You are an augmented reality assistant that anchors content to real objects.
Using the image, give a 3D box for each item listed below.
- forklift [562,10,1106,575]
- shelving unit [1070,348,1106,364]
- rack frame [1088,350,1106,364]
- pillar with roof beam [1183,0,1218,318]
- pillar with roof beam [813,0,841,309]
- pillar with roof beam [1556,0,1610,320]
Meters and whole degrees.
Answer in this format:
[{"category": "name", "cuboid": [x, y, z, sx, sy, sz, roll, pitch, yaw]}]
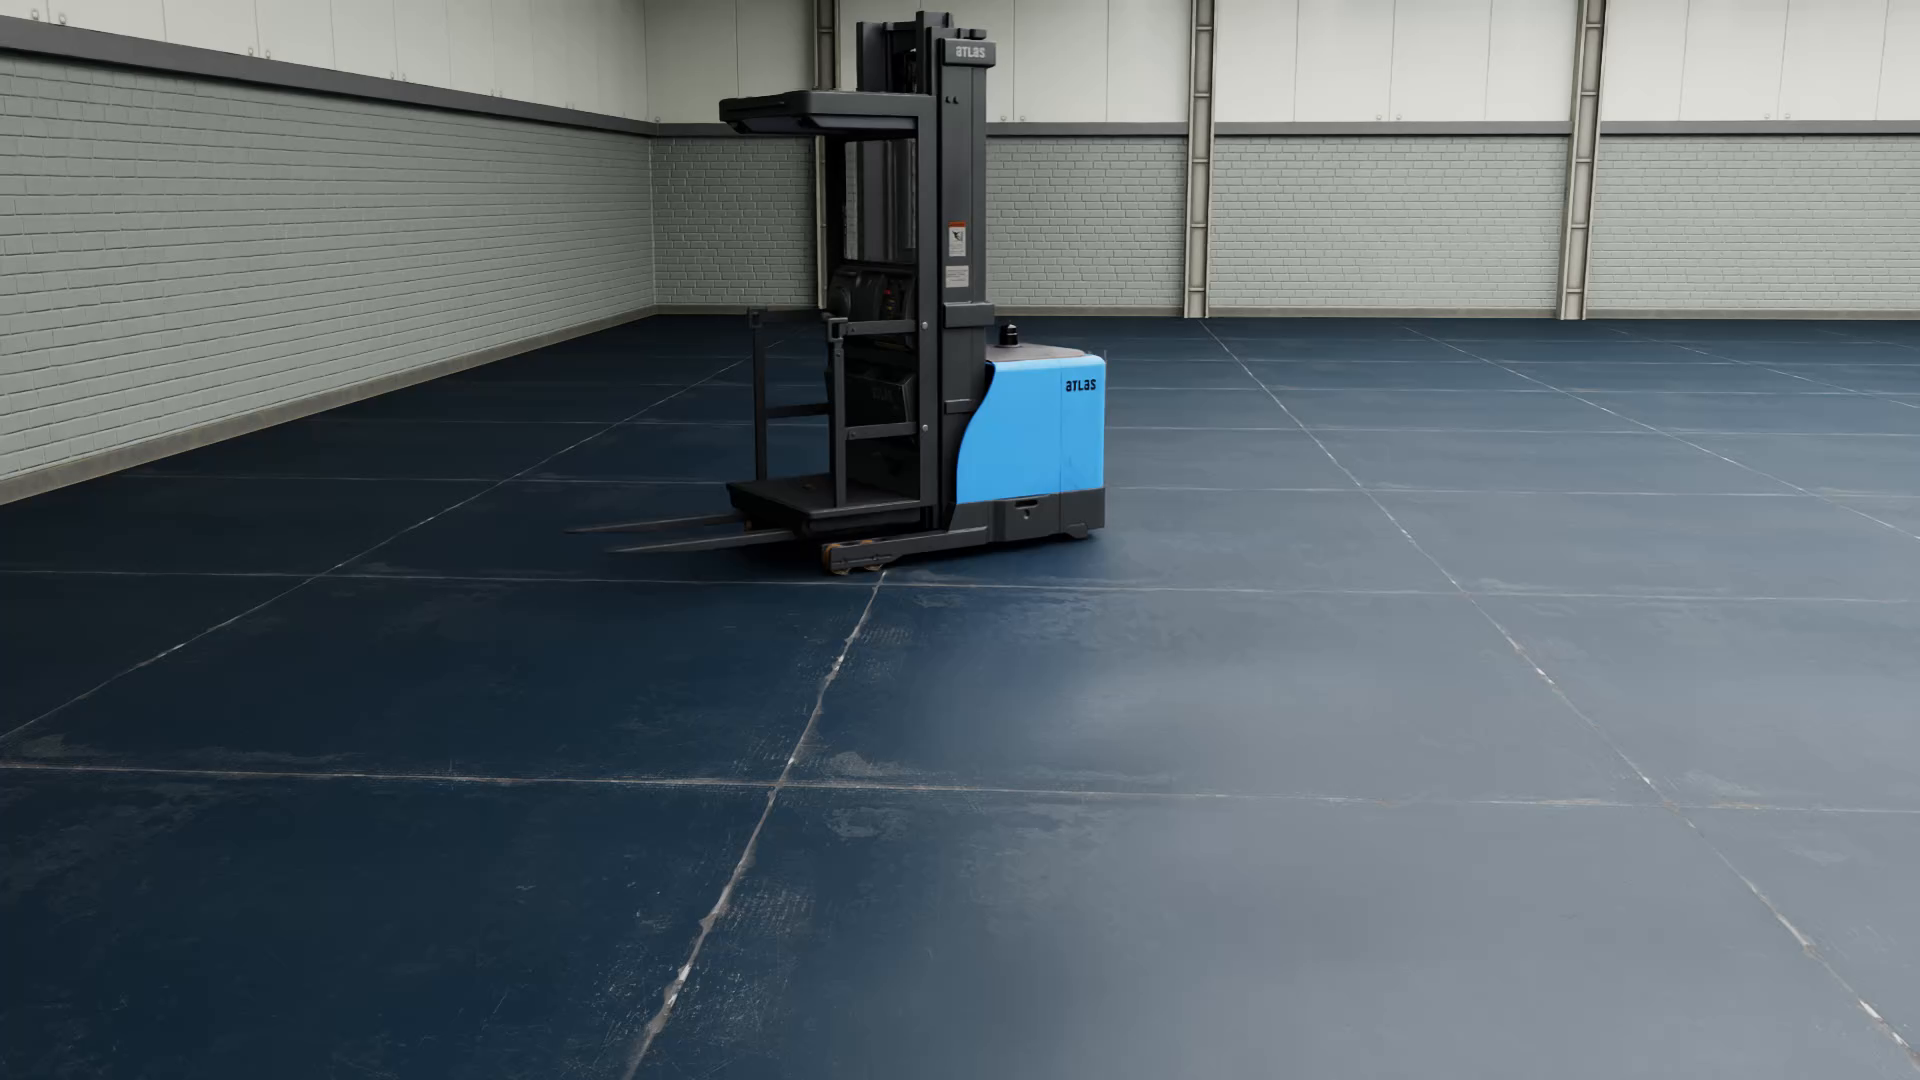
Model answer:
[{"category": "forklift", "cuboid": [-0.670, -1.371, 9.166, 3.031, 2.935, 1.130, -7, 14, -31]}, {"category": "shelving unit", "cuboid": [0.726, -0.648, 10.285, 0.252, 1.050, 0.215, 9, 13, 36]}, {"category": "rack frame", "cuboid": [0.824, -0.633, 10.214, 0.008, 1.050, 0.200, 9, 13, 36]}, {"category": "pillar with roof beam", "cuboid": [3.565, -7.171, 22.073, 0.400, 9.000, 9.100, 1, 12, 4]}, {"category": "pillar with roof beam", "cuboid": [-2.422, -7.253, 22.466, 0.400, 9.000, 9.100, 1, 12, 4]}, {"category": "pillar with roof beam", "cuboid": [9.552, -7.089, 21.681, 0.400, 9.000, 9.100, 1, 12, 4]}]
